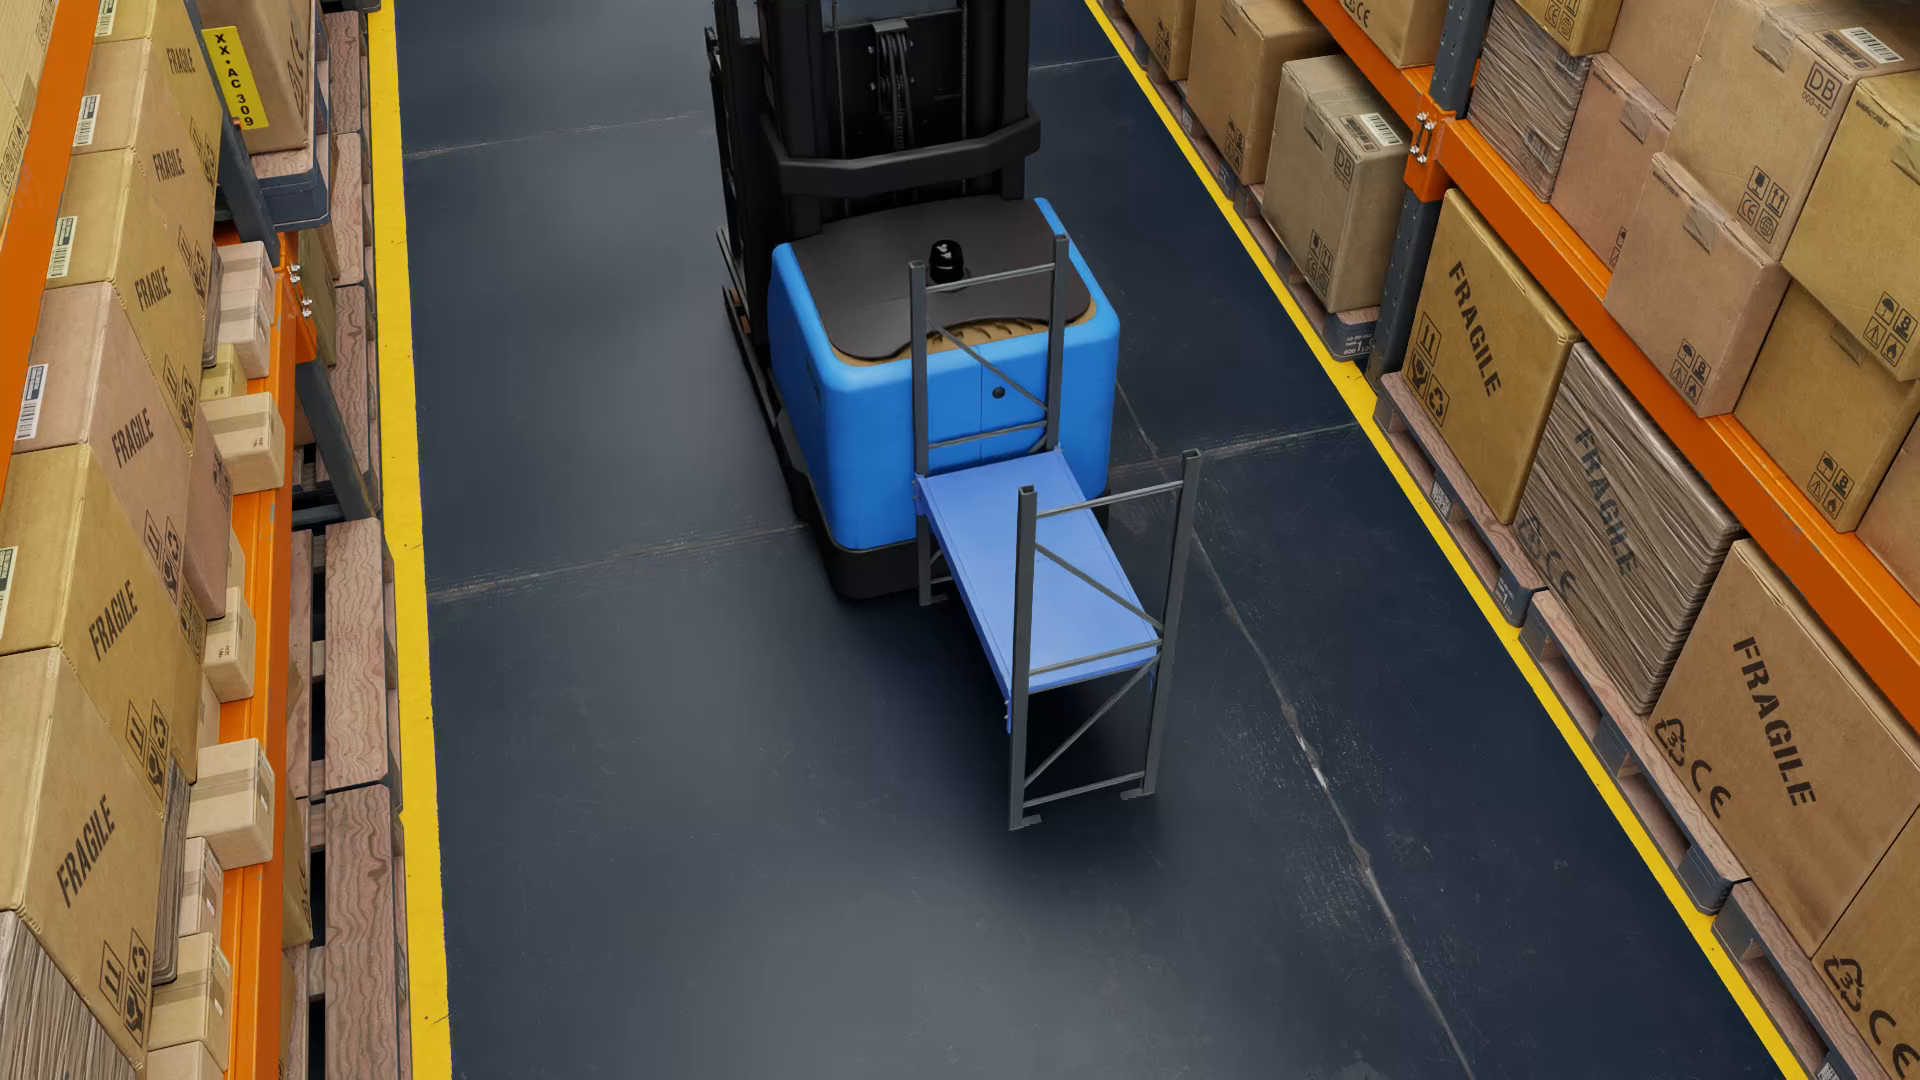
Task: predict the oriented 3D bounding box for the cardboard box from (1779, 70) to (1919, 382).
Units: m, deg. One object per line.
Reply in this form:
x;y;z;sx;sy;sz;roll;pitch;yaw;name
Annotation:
2.640;-0.824;4.096;0.875;0.550;0.500;-11;47;-10;cardboard box

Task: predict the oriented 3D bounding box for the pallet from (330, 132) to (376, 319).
-3.160;-1.344;7.419;1.003;0.211;1.213;-11;47;-10;pallet

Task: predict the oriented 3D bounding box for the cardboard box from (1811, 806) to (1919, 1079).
2.963;1.127;4.239;0.875;0.875;0.875;-10;47;-10;cardboard box

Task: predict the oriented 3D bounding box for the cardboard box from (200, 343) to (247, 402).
-2.244;-0.398;4.716;0.380;0.149;0.250;-11;47;-10;cardboard box

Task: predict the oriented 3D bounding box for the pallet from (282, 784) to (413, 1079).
-2.122;1.339;4.790;1.003;0.211;1.213;-11;47;-10;pallet

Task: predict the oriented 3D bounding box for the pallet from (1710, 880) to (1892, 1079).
2.921;1.424;4.706;1.003;0.211;1.213;-11;47;-10;pallet

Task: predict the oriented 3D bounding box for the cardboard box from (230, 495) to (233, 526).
-2.135;-0.049;4.374;0.380;0.149;0.250;-11;47;-10;cardboard box

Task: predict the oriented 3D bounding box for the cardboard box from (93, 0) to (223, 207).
-2.262;-1.167;4.315;0.500;0.500;0.500;-11;47;-10;cardboard box

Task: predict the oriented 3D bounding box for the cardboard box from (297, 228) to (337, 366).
-2.884;-0.978;6.551;0.700;0.500;0.500;-11;47;-11;cardboard box

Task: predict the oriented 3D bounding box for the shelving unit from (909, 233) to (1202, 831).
0.241;0.000;5.200;0.538;1.500;1.048;-13;47;-12;shelving unit

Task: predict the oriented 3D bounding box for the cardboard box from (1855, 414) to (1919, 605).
2.878;-0.100;4.143;0.875;0.550;0.550;-11;47;-10;cardboard box

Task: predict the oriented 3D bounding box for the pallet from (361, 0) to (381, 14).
-3.797;-3.282;9.319;1.003;0.211;1.213;-11;47;-10;pallet

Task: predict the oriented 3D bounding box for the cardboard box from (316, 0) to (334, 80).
-3.477;-2.520;8.062;0.700;0.500;0.500;-13;47;-12;cardboard box

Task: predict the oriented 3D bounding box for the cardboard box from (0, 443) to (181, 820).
-1.748;0.213;2.963;0.500;0.500;0.500;-11;47;-10;cardboard box

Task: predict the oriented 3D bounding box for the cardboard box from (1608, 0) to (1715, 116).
2.491;-1.587;4.844;0.875;0.550;0.550;-11;47;-10;cardboard box

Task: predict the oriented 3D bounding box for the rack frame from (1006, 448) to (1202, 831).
0.393;0.346;4.860;0.500;1.500;0.032;-13;47;-12;rack frame

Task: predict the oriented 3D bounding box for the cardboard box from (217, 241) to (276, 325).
-2.304;-0.756;5.066;0.380;0.149;0.250;-11;47;-10;cardboard box

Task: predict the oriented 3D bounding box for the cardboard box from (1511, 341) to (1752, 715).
2.505;-0.110;5.451;0.875;0.875;0.875;-10;46;-10;cardboard box

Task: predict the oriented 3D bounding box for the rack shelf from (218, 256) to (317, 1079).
-2.132;0.694;3.973;1.077;0.370;4.000;-11;47;-10;rack shelf

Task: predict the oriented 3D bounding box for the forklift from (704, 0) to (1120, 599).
-0.377;-1.889;6.049;1.130;2.935;3.031;-13;47;-12;forklift

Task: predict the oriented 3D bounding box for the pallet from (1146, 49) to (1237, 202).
1.591;-2.162;8.221;1.003;0.211;1.213;-11;47;-10;pallet

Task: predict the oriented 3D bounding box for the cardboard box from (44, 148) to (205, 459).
-2.006;-0.477;3.639;0.500;0.500;0.500;-11;47;-10;cardboard box

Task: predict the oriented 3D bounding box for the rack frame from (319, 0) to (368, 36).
-3.668;-3.700;7.776;1.000;3.000;0.127;-11;47;-10;rack frame

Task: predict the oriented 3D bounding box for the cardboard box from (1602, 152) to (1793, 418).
2.470;-0.806;4.834;0.875;0.550;0.550;-11;47;-10;cardboard box

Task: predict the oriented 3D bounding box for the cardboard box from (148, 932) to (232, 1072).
-1.698;0.977;3.369;0.380;0.149;0.250;-11;47;-10;cardboard box

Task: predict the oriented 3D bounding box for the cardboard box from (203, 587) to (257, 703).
-1.935;0.282;4.049;0.380;0.149;0.250;-11;47;-10;cardboard box

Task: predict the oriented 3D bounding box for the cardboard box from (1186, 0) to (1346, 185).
1.688;-2.214;7.601;1.050;0.750;0.750;-11;47;-10;cardboard box

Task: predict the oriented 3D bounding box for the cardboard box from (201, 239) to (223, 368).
-2.588;-0.756;4.612;0.875;0.500;0.500;-11;47;-10;cardboard box

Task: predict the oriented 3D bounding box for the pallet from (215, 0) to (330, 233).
-2.699;-1.426;5.681;1.003;0.211;1.213;-11;47;-10;pallet

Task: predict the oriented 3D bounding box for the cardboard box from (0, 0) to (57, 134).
-2.015;-0.956;3.091;0.500;0.250;0.500;-11;47;-11;cardboard box

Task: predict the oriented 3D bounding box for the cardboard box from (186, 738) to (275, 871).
-1.752;0.617;3.721;0.380;0.149;0.250;-11;47;-10;cardboard box

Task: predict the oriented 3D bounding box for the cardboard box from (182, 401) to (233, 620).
-2.269;-0.077;3.947;0.875;0.500;0.500;-11;47;-10;cardboard box

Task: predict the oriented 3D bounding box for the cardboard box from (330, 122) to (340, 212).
-3.171;-1.750;7.307;0.700;0.500;0.500;-7;46;-7;cardboard box

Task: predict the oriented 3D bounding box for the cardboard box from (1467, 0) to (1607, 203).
2.283;-1.576;5.589;0.875;0.550;0.550;-11;47;-10;cardboard box

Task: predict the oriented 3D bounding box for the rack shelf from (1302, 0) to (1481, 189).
1.665;-2.905;7.500;1.077;0.370;4.000;-11;47;-10;rack shelf

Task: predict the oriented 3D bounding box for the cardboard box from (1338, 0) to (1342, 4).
1.656;-2.471;6.501;0.500;0.500;0.500;-11;47;-11;cardboard box

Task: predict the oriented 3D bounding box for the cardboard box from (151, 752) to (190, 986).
-2.064;0.623;3.261;0.875;0.500;0.500;-11;47;-10;cardboard box

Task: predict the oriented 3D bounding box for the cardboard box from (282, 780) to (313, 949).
-2.191;0.881;4.742;0.500;0.500;0.500;-15;47;-14;cardboard box

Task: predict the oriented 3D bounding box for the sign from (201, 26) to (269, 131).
-2.121;-1.346;4.863;0.100;0.325;0.005;-11;47;-10;sign

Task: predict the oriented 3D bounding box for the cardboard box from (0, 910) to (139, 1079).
-1.497;0.904;2.285;0.500;0.500;0.500;-11;47;-10;cardboard box

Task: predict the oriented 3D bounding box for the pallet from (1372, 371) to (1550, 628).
2.296;-0.260;6.357;1.003;0.211;1.213;-11;47;-10;pallet
